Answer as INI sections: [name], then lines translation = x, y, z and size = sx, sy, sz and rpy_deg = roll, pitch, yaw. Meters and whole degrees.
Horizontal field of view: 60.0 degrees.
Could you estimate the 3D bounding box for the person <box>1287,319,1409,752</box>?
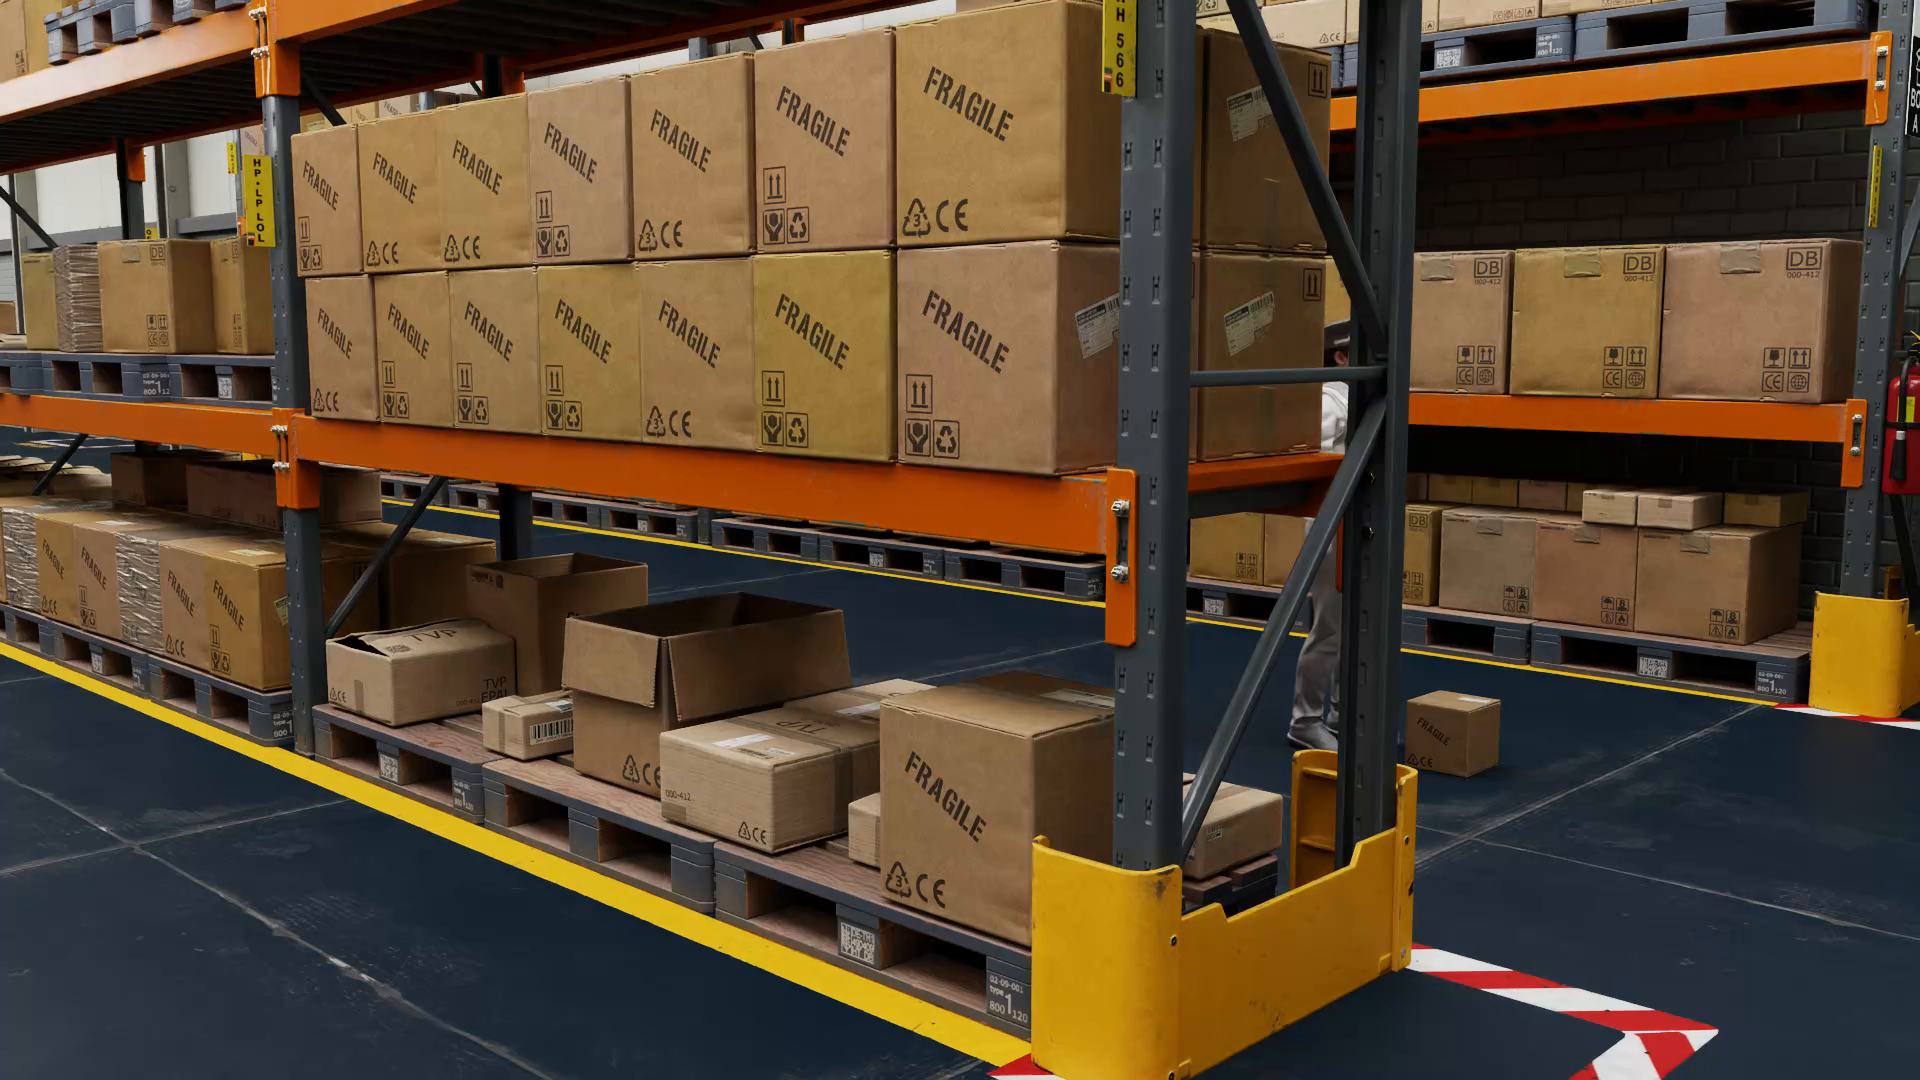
[person]
translation = 1.512, -0.021, 6.444
size = 0.466, 1.696, 0.342
rpy_deg = -7, 10, -44
